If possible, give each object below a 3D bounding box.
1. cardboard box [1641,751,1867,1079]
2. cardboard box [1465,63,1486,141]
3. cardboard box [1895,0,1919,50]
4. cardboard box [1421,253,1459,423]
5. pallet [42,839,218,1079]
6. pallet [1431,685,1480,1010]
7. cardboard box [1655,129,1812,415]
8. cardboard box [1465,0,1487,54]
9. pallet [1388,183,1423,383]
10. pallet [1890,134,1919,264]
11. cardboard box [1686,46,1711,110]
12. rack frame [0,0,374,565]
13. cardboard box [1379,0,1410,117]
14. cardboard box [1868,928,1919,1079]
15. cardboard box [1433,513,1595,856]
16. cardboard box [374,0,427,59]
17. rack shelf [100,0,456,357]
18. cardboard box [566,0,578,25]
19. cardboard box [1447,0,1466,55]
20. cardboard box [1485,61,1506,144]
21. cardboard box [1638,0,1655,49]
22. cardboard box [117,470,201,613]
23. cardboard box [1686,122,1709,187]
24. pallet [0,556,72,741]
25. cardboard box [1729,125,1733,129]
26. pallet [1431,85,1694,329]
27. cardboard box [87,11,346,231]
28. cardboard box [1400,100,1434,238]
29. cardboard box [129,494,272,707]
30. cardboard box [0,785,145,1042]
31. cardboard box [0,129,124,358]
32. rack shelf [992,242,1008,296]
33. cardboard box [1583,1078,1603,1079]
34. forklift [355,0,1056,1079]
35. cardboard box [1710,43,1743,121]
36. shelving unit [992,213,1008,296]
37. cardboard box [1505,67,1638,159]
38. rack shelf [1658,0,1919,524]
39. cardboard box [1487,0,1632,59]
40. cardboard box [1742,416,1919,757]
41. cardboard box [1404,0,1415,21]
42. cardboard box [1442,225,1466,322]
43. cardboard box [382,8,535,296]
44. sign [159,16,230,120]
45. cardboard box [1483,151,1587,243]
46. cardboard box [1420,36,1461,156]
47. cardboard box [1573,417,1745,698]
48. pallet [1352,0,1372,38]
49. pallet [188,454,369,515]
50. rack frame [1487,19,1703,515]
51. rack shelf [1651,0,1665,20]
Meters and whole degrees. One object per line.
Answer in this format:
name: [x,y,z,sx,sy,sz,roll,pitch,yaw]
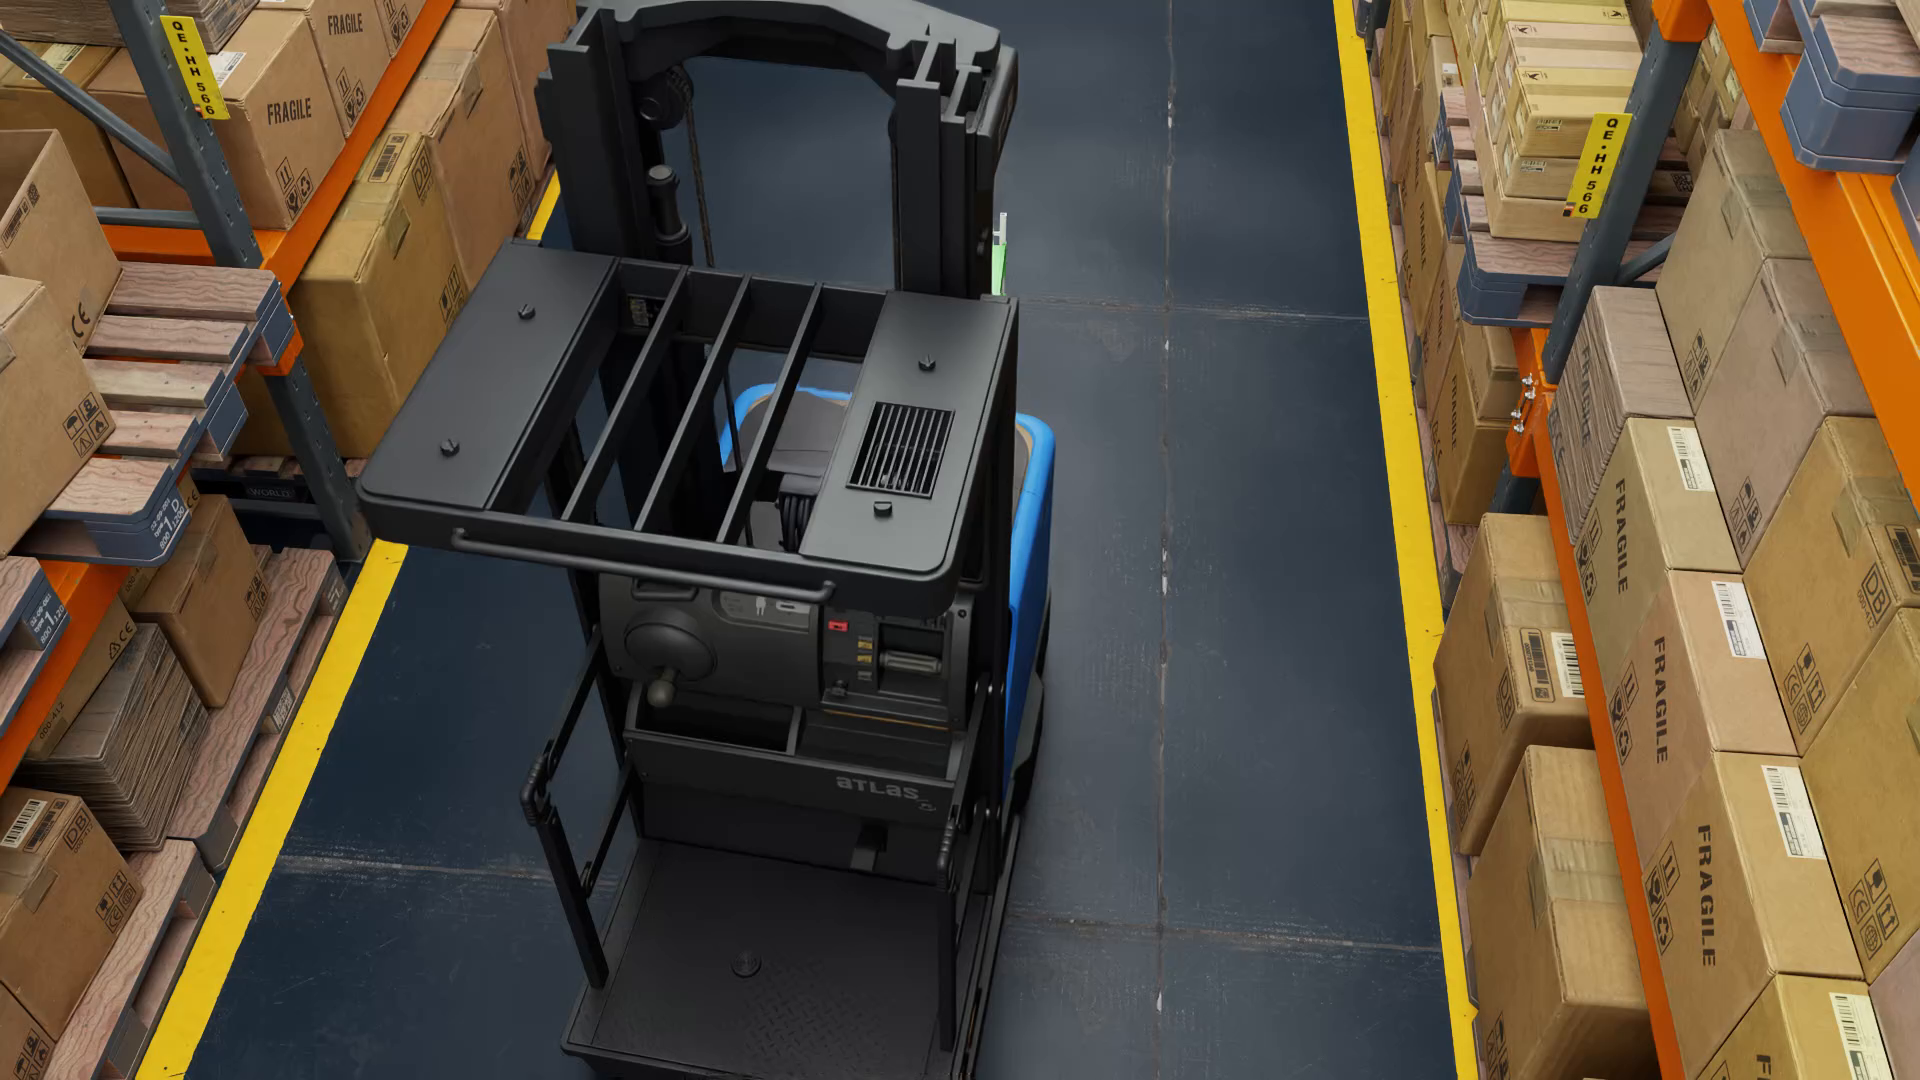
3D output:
cardboard box: [1.776,0.797,3.420,0.500,0.500,0.500,3,48,3]
cardboard box: [1.858,-1.413,5.395,0.380,0.149,0.250,5,48,4]
cardboard box: [1.892,-0.843,2.705,0.500,0.250,0.500,5,48,5]
cardboard box: [2.074,-0.771,6.332,0.500,0.500,0.500,6,48,5]
pallet: [-2.893,1.411,4.817,1.003,0.211,1.213,4,48,4]
pallet: [2.076,0.925,5.261,1.003,0.211,1.213,4,48,4]
cardboard box: [2.172,-0.633,4.051,0.700,0.500,0.500,4,48,3]
cardboard box: [1.882,-1.715,5.470,0.380,0.149,0.250,4,48,4]
pallet: [2.410,-1.118,7.129,1.003,0.211,1.213,4,48,4]
pallet: [2.118,-0.241,2.533,1.003,0.211,1.213,6,48,5]
cardboard box: [2.511,-1.486,5.260,0.380,0.149,0.250,3,48,2]
rack frame: [-2.707,-0.999,5.131,1.000,3.000,0.127,4,48,4]
cardboard box: [2.256,-2.303,7.733,0.500,0.500,0.500,6,48,5]
cardboard box: [1.989,0.863,2.683,0.700,0.500,0.500,4,48,4]
cardboard box: [2.078,0.468,5.029,1.050,0.750,0.750,3,48,3]
cardboard box: [-2.304,-2.127,6.095,0.500,0.500,0.500,3,48,3]
rack shelf: [-2.525,-2.226,6.740,1.077,0.370,4.000,4,48,4]
cardboard box: [-2.381,-2.891,8.017,1.225,0.875,0.875,4,48,4]
cardboard box: [1.907,-1.793,5.743,0.380,0.149,0.250,2,48,2]
cardboard box: [1.837,-1.338,5.125,0.380,0.149,0.250,5,48,5]
cardboard box: [2.559,-1.753,5.706,0.380,0.149,0.250,5,48,5]
cardboard box: [-2.738,-0.062,5.162,0.500,0.250,0.500,6,48,5]
cardboard box: [2.490,-1.160,5.164,0.380,0.149,0.250,6,48,5]
pallet: [-2.847,0.523,3.868,1.003,0.211,1.213,4,48,4]
cardboard box: [2.467,-1.090,4.898,0.380,0.149,0.250,6,48,5]
pallet: [2.182,-1.057,5.314,1.213,0.211,1.003,4,48,4]
cardboard box: [-2.392,-1.371,5.404,0.500,0.500,0.500,5,48,5]
cardboard box: [2.175,-1.528,7.025,0.500,0.500,0.500,5,48,4]
cardboard box: [-2.748,0.190,5.439,0.700,0.500,0.500,2,48,1]
cardboard box: [-2.831,1.016,4.684,0.700,0.500,0.500,7,48,7]
cardboard box: [-2.716,-0.775,4.573,0.500,0.500,0.500,-1,48,-1]
rack shelf: [0.015,-0.807,5.611,0.258,0.148,0.480,4,48,4]
cardboard box: [1.917,1.795,3.815,1.050,0.750,0.750,4,48,4]
forklift: [-0.470,0.357,3.937,1.130,2.935,3.031,8,48,7]
cardboard box: [2.480,-1.373,4.955,0.380,0.149,0.250,3,48,2]
shelving unit: [0.015,-0.527,5.918,0.258,1.200,0.503,4,48,4]
cardboard box: [1.811,-1.240,4.833,0.380,0.149,0.250,2,48,2]
rack shelf: [2.041,0.109,2.572,1.077,0.370,4.000,4,48,4]
cardboard box: [1.860,-1.616,5.178,0.380,0.149,0.250,5,48,5]
cardboard box: [2.083,0.116,3.366,0.700,0.500,0.500,3,48,3]
cardboard box: [2.257,-2.556,7.456,0.500,0.250,0.500,2,48,2]
cardboard box: [2.060,-1.034,6.064,0.500,0.250,0.500,4,48,4]
cardboard box: [-2.534,-1.584,6.821,1.225,0.875,0.875,4,48,4]
sign: [-2.166,-1.333,4.706,0.100,0.325,0.005,4,48,4]
cardboard box: [1.810,-1.041,5.055,0.380,0.149,0.250,5,48,4]
cardboard box: [2.160,-1.790,6.756,0.500,0.250,0.500,6,48,5]
cardboard box: [1.870,0.061,4.094,0.500,0.500,0.500,3,48,3]
pallet: [2.614,-3.085,8.929,1.003,0.211,1.213,4,48,4]
pallet: [-2.560,-0.632,6.685,1.003,0.211,1.213,4,48,4]
rack frame: [2.223,-0.591,4.758,1.000,3.000,0.127,4,48,4]
rack shelf: [2.405,-2.830,5.260,1.077,0.370,4.000,4,48,4]
